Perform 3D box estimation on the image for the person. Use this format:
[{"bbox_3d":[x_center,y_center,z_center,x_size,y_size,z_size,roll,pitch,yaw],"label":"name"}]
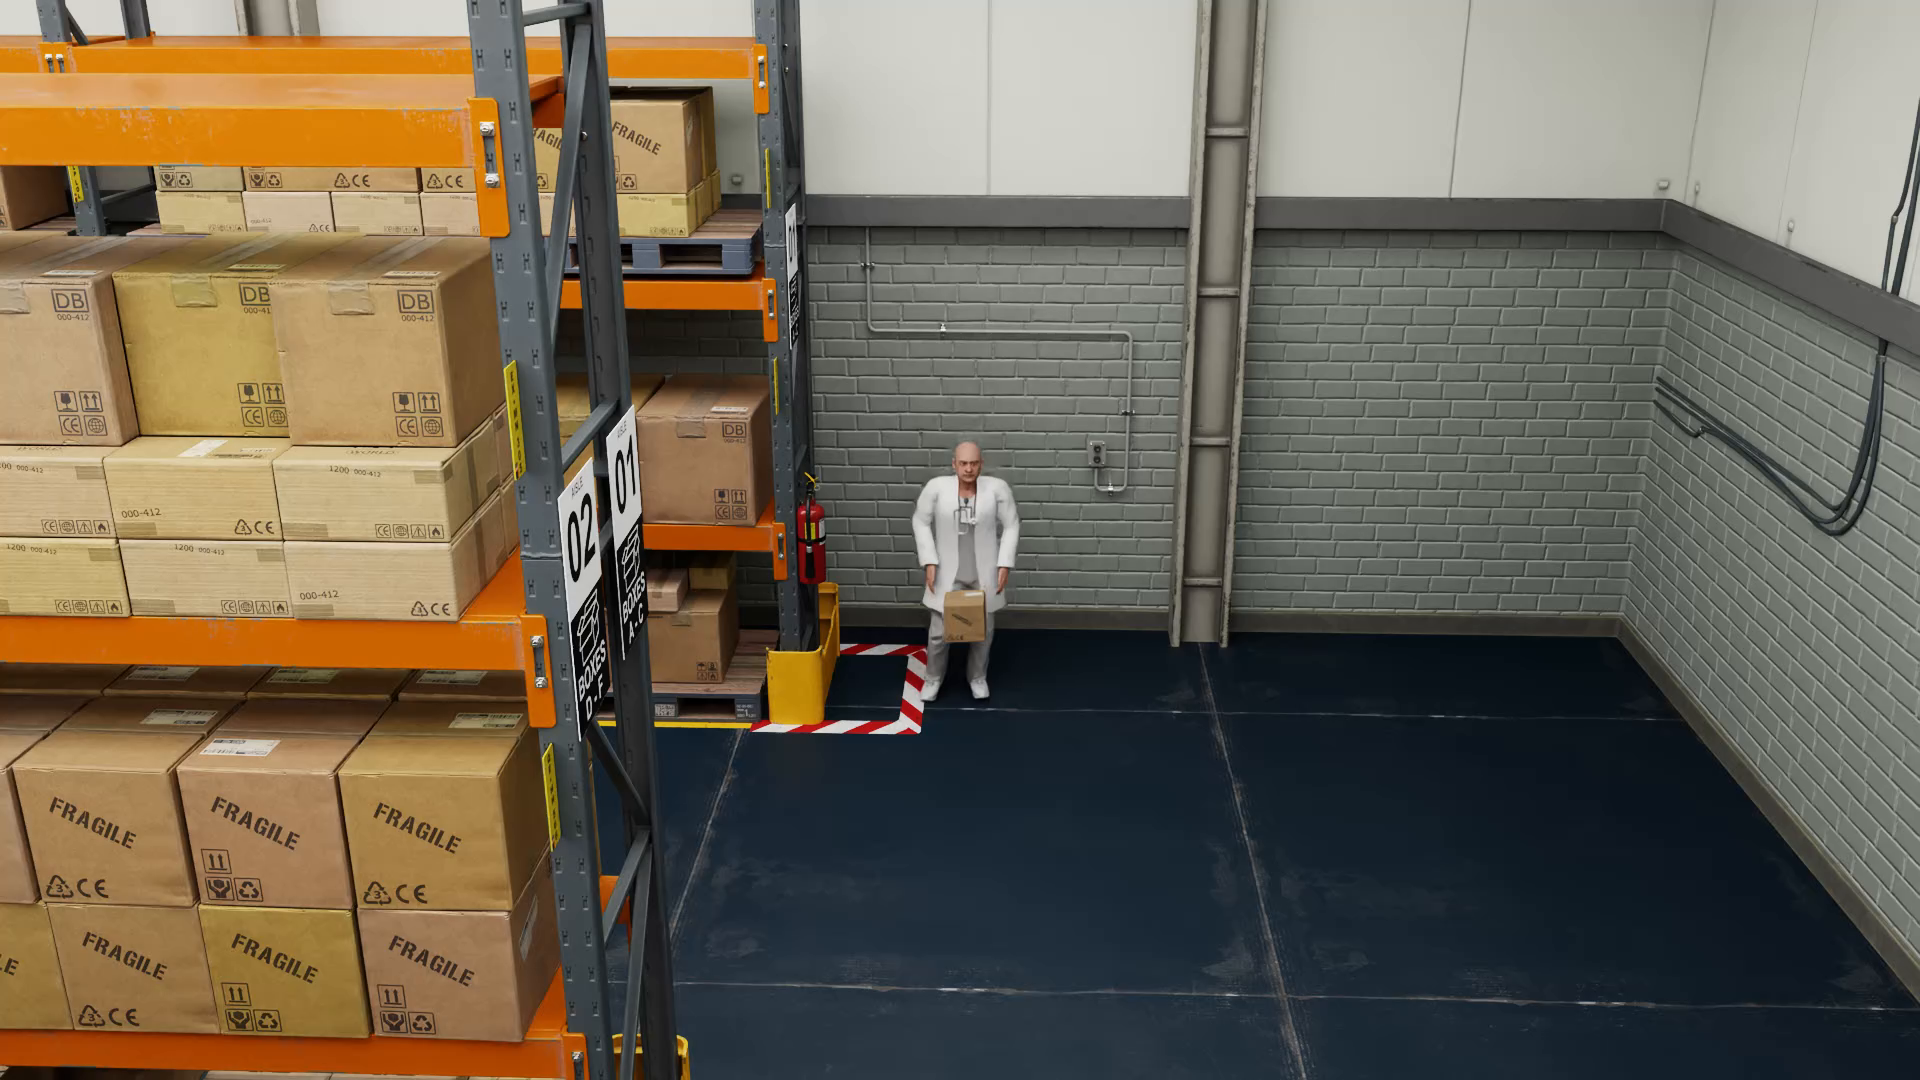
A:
[{"bbox_3d":[0.038,0.197,10.608,0.687,1.747,0.501,0,20,-1],"label":"person"}]
